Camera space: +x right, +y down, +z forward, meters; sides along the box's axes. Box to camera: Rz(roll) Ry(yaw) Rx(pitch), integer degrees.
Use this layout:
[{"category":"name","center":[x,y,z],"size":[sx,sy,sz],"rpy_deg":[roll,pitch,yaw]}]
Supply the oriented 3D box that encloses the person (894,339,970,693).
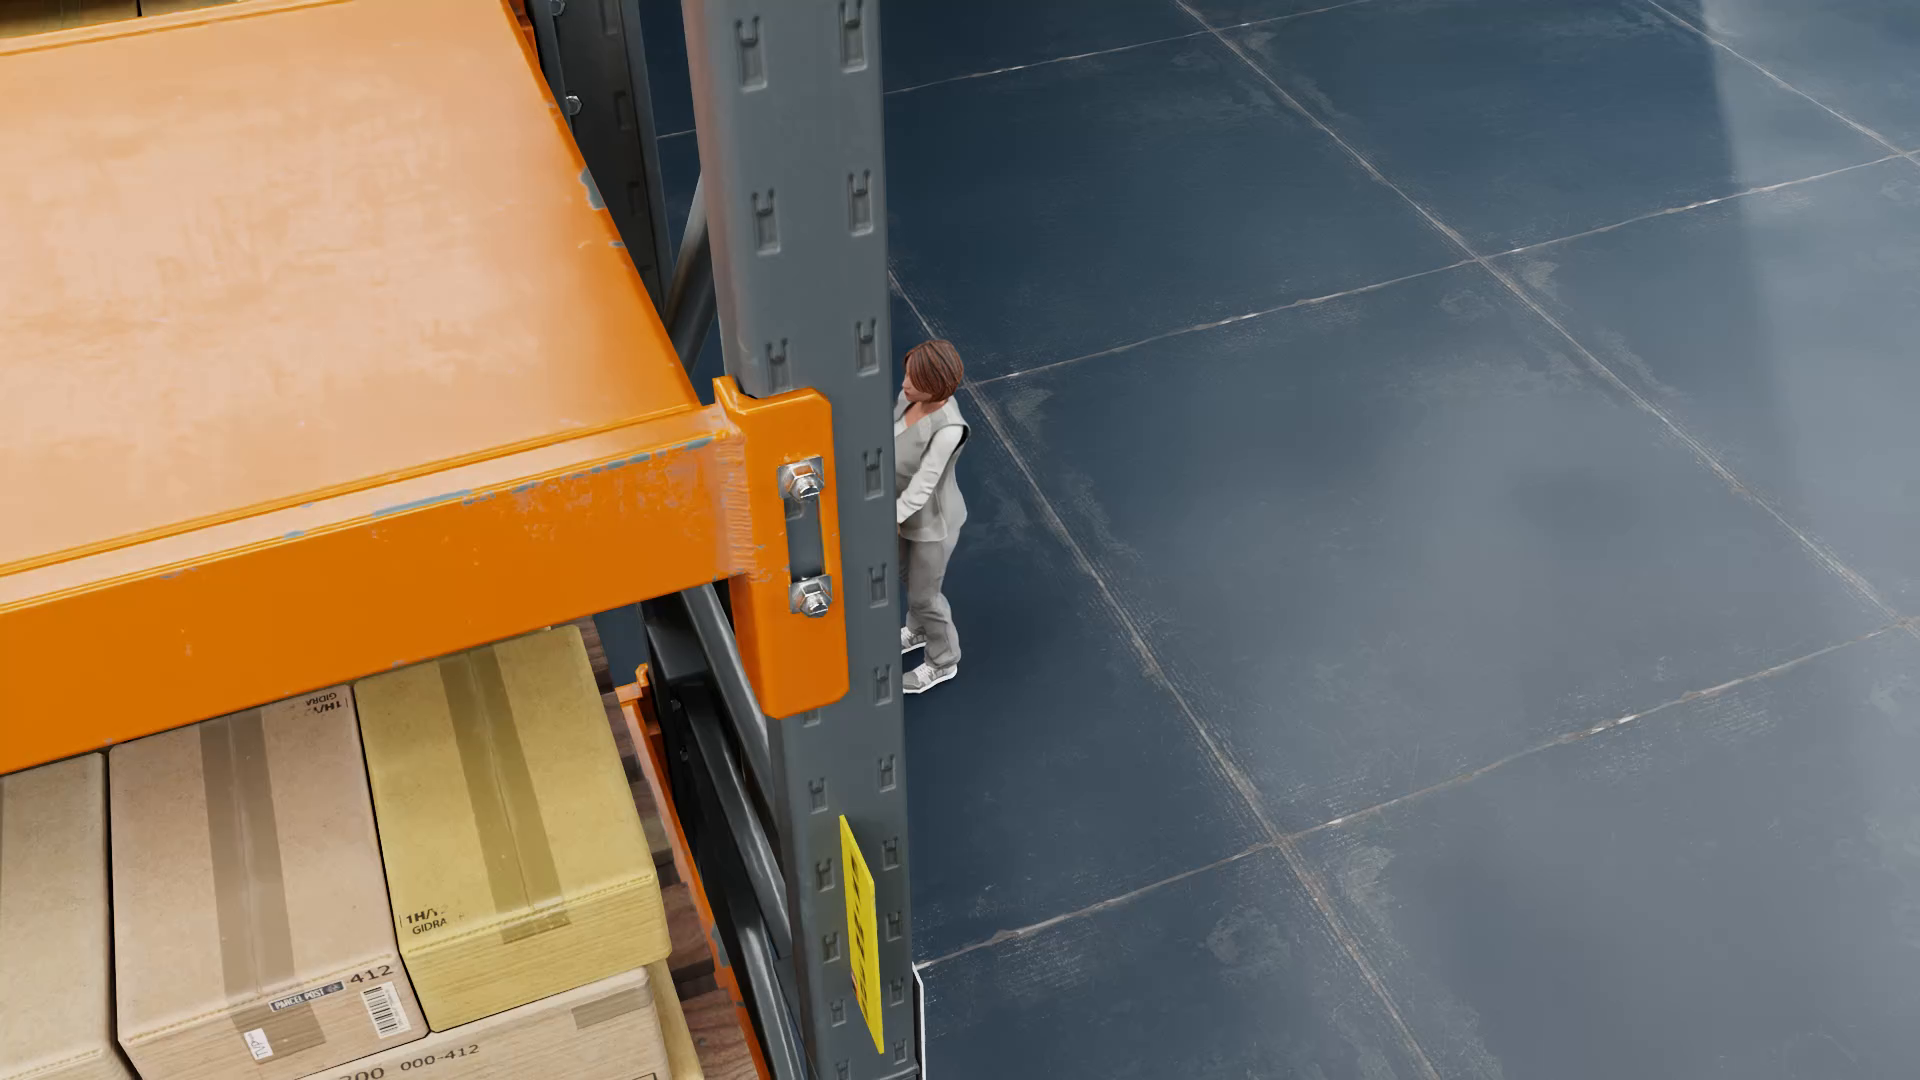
[{"category":"person","center":[-0.225,-0.066,6.245],"size":[0.494,1.593,0.404],"rpy_deg":[-15,44,-16]}]
